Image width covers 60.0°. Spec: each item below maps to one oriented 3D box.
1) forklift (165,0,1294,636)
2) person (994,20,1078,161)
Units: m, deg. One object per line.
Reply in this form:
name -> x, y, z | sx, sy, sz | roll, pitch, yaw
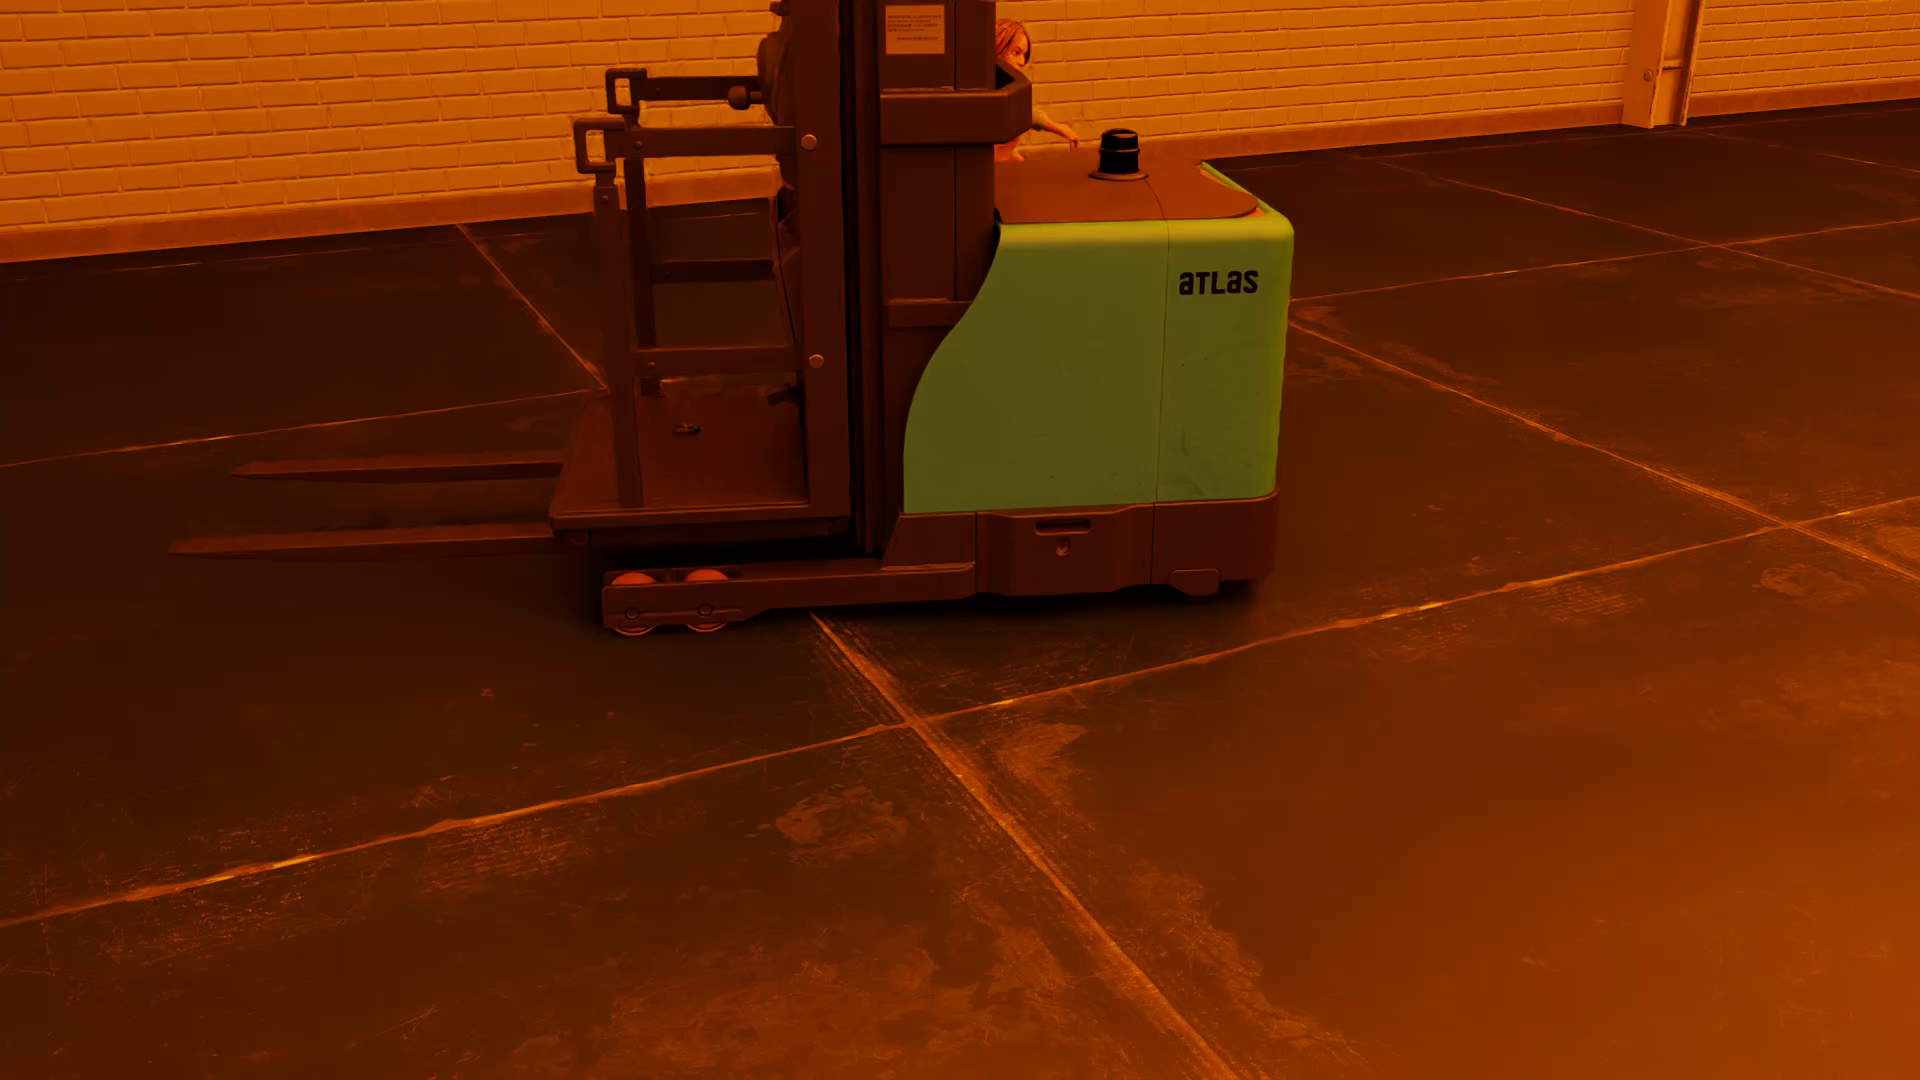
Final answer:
forklift -> -0.662, -1.310, 4.439 | 3.031, 2.935, 1.130 | -3, 23, -6
person -> 0.222, -1.418, 6.809 | 0.811, 1.353, 0.686 | -15, 27, -32
